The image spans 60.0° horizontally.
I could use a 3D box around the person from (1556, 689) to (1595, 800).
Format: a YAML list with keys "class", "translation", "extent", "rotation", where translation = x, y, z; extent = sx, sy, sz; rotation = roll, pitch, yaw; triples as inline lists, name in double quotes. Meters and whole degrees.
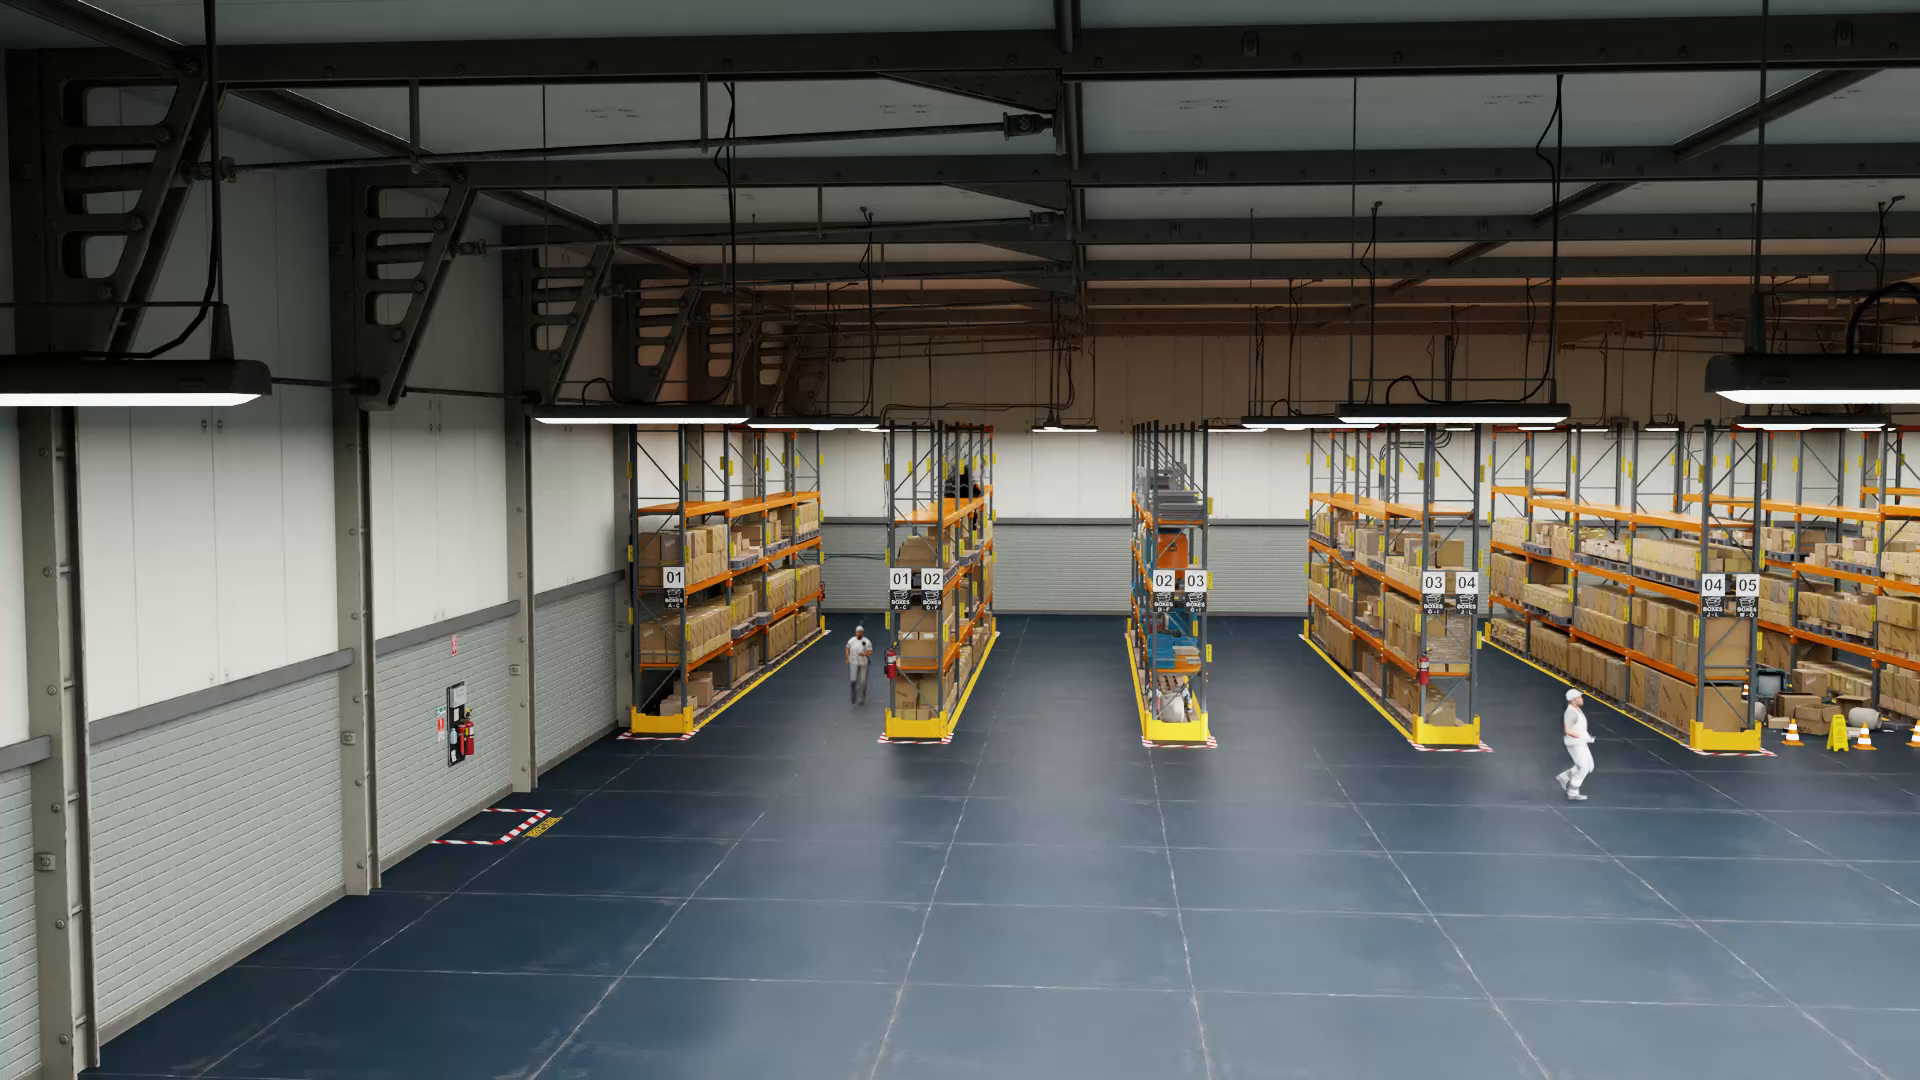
- class: "person"
  translation: [9.653, 3.201, 26.042]
  extent: [0.612, 1.739, 0.651]
  rotation: [2, 4, 31]

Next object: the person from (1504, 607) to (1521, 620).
- class: "person"
  translation: [15.808, 1.902, 47.509]
  extent: [0.814, 1.614, 0.532]
  rotation: [0, 4, 5]

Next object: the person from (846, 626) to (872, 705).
- class: "person"
  translation: [-2.148, 2.666, 35.285]
  extent: [0.577, 1.679, 0.682]
  rotation: [0, 4, -1]
